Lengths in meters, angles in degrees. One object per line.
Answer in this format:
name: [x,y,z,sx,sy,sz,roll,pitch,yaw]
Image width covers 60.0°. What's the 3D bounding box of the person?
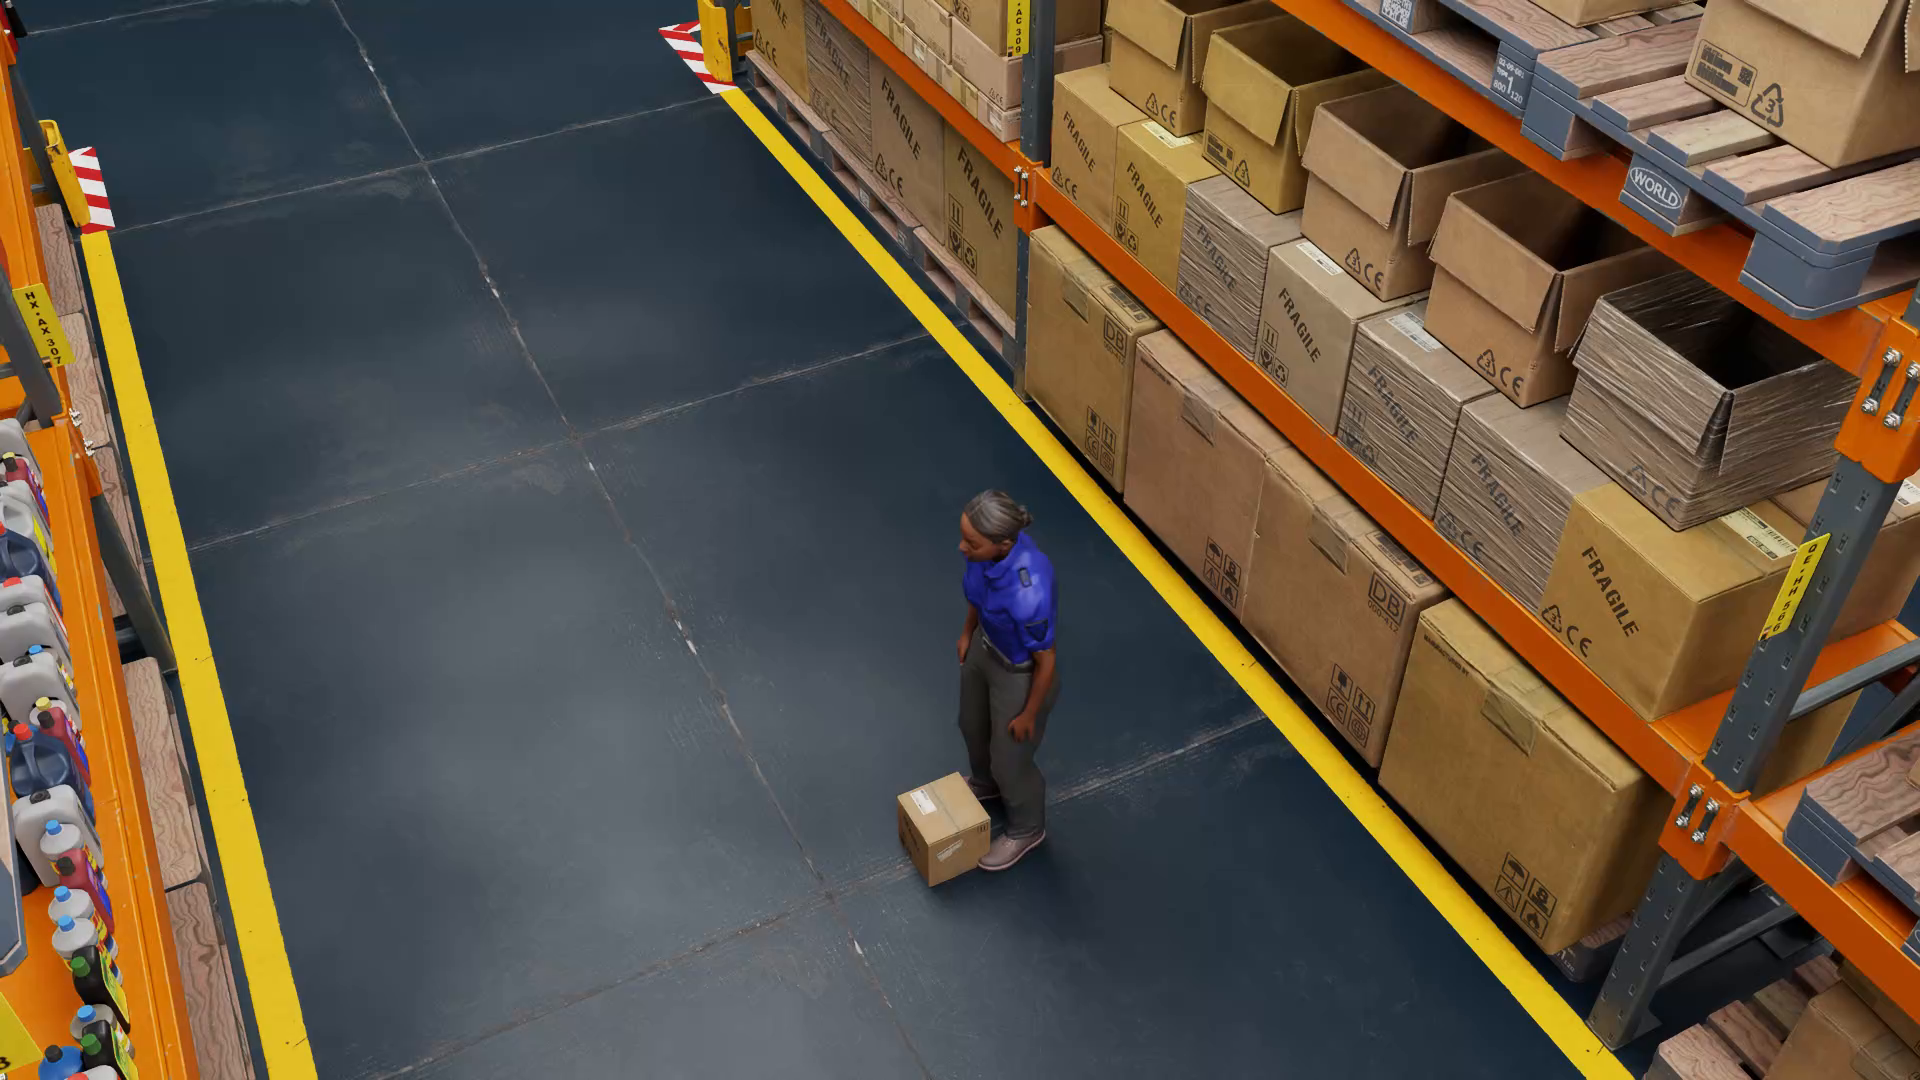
person: [0.143,0.449,5.655,0.349,1.655,0.509,-18,45,-20]
